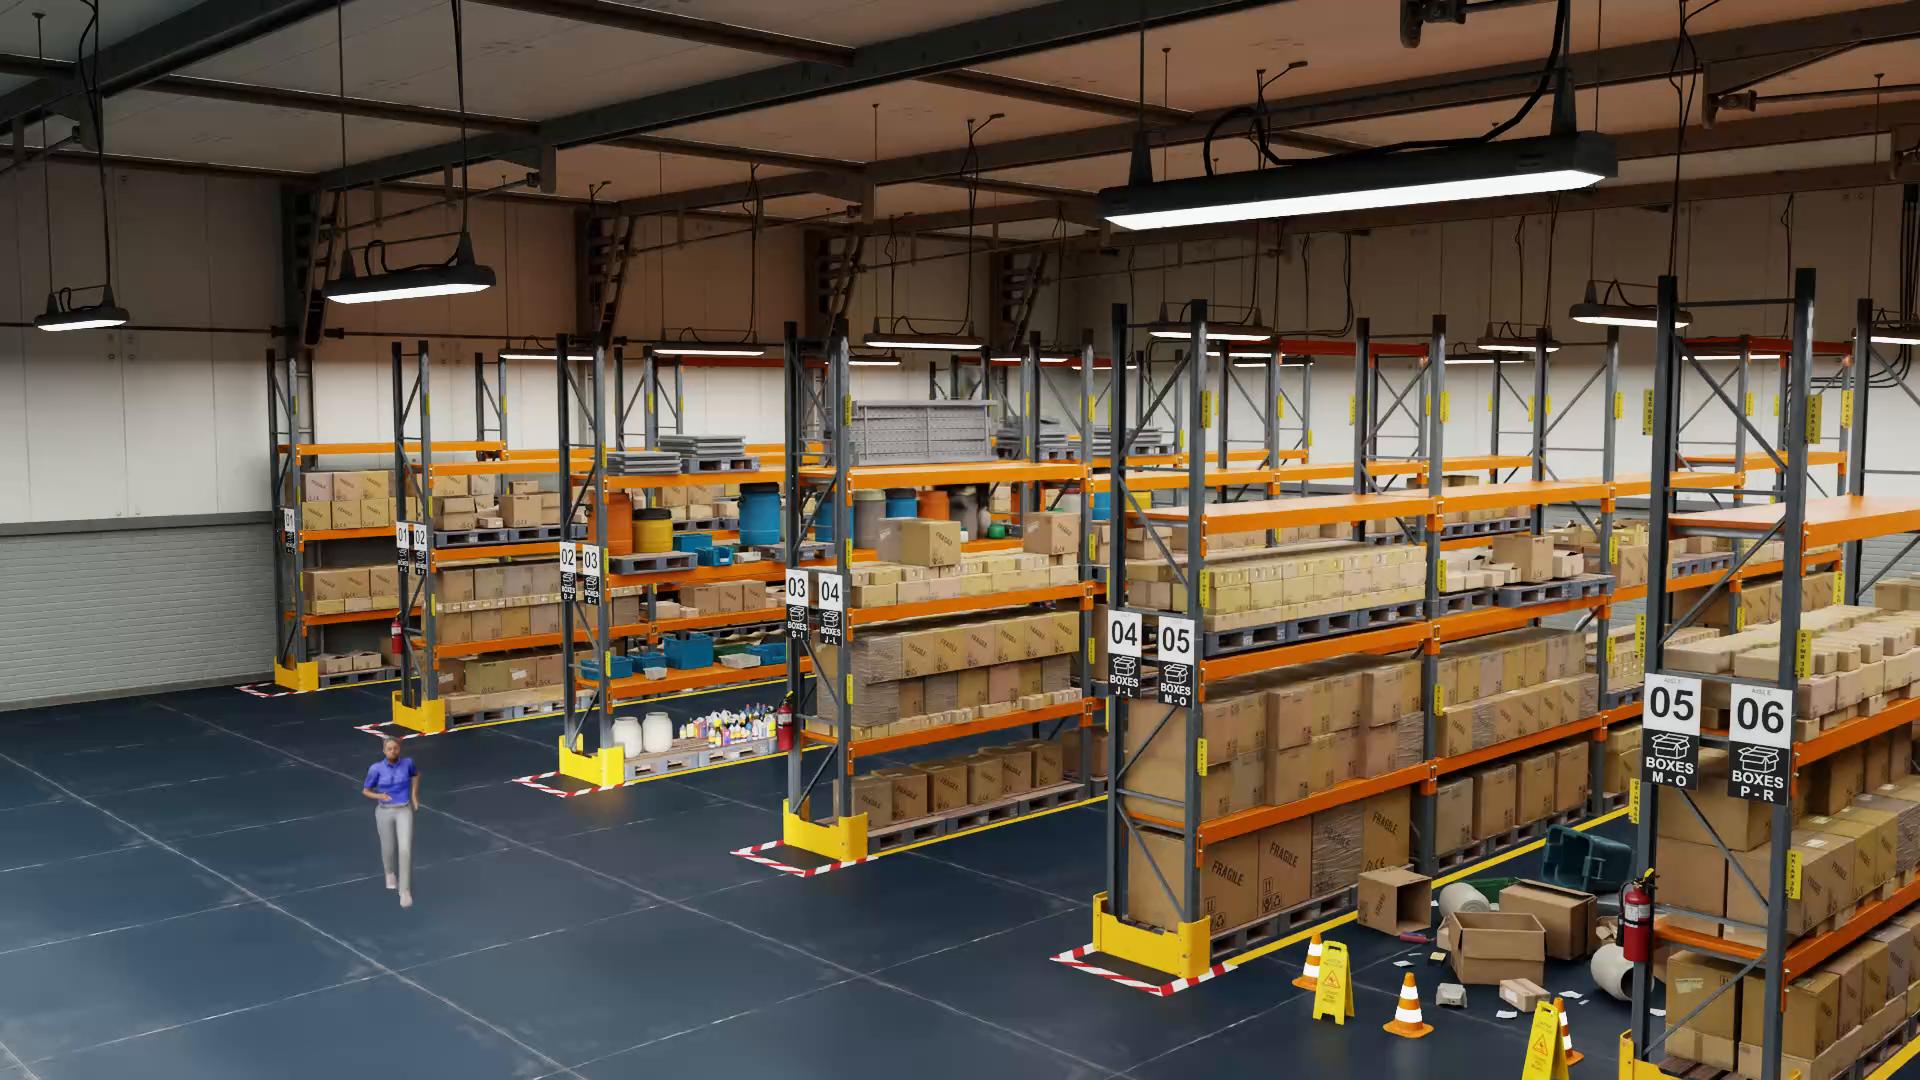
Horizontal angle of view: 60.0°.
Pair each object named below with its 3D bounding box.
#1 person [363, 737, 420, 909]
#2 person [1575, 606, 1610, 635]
[{"bbox_3d":[-5.828,2.852,17.085,0.570,1.696,0.851,-2,5,-21],"label":"person"},{"bbox_3d":[11.154,1.872,29.316,0.576,1.572,0.697,0,5,1],"label":"person"}]
